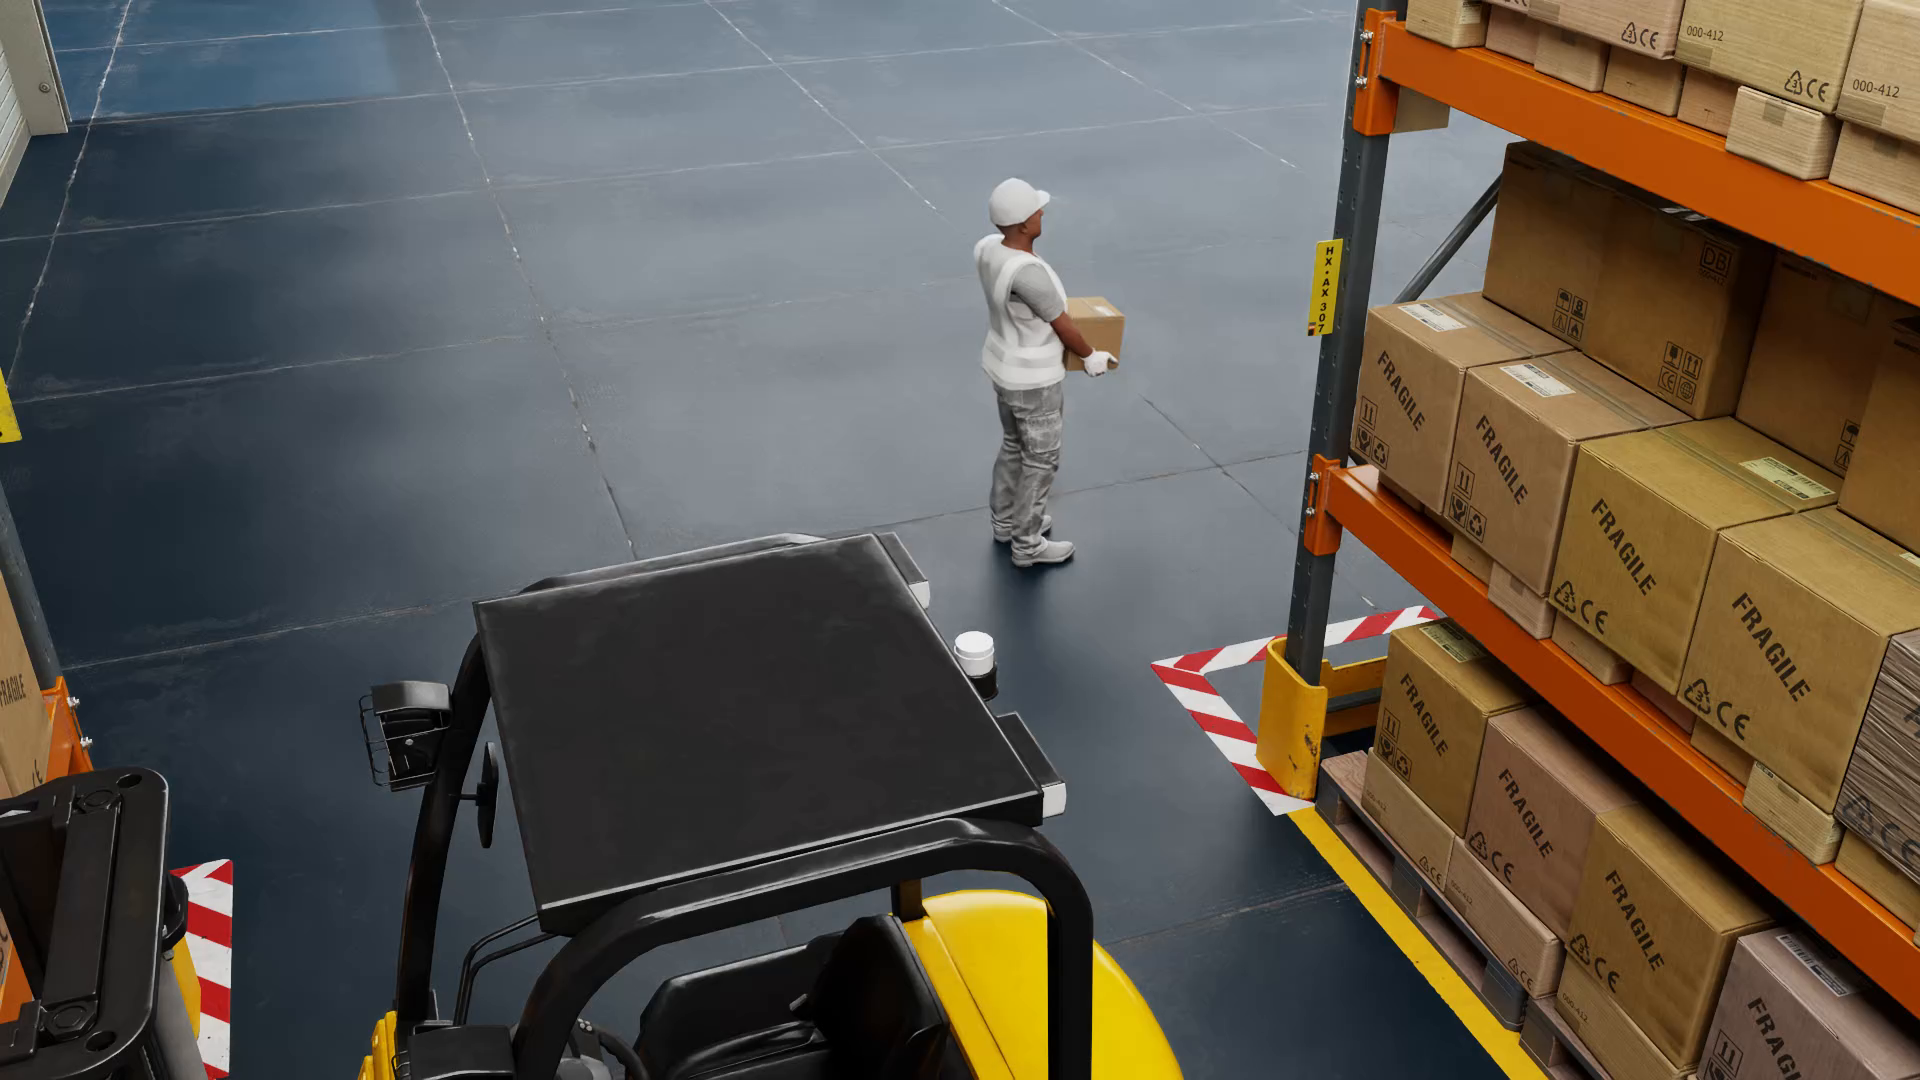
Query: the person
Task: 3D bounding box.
[{"bbox_3d":[0.381,-0.759,7.449,0.574,1.780,0.490,-10,31,-17],"label":"person"}]
